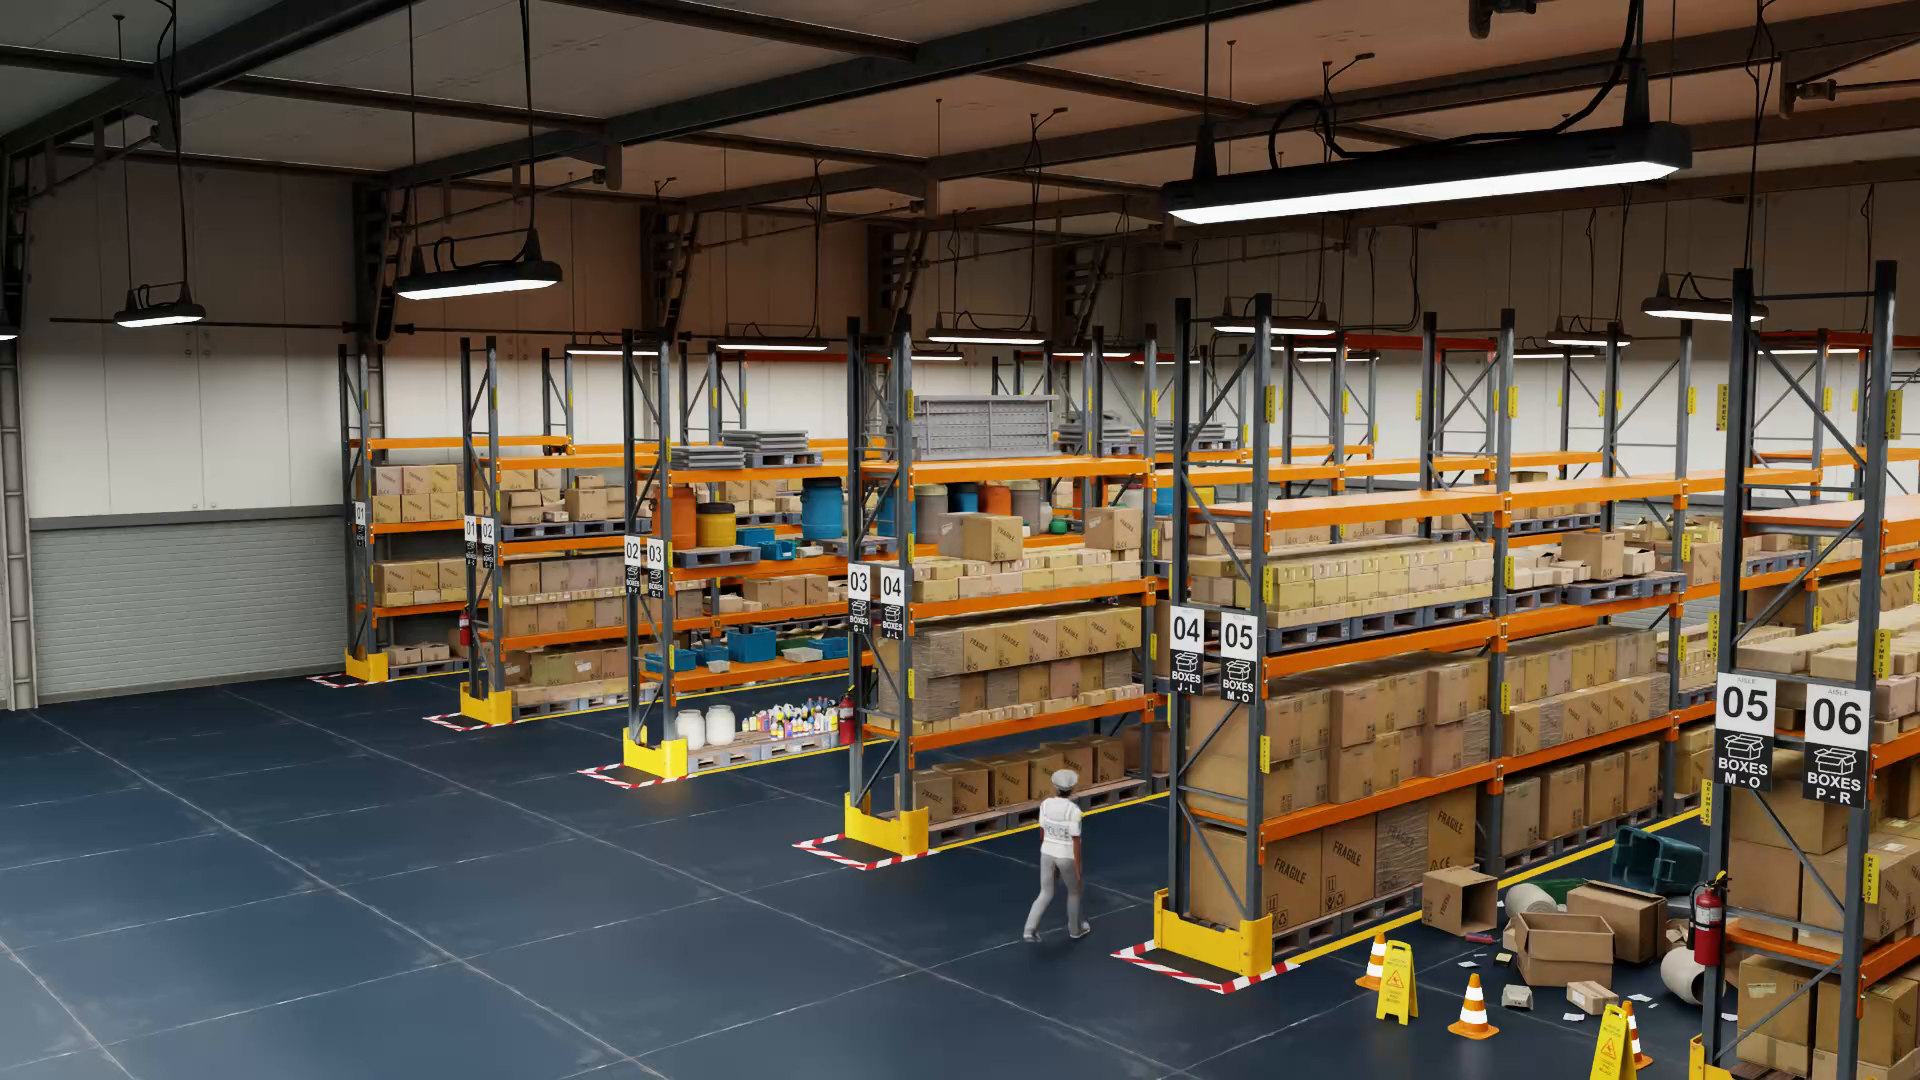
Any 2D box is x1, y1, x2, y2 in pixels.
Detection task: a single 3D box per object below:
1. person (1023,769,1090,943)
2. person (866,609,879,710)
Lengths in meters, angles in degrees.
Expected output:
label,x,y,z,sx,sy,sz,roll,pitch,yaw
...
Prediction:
label,x,y,z,sx,sy,sz,roll,pitch,yaw
person,0.939,2.954,15.508,0.503,1.647,0.928,4,6,36
person,-1.408,1.854,26.811,0.606,1.799,0.468,-2,5,-17
